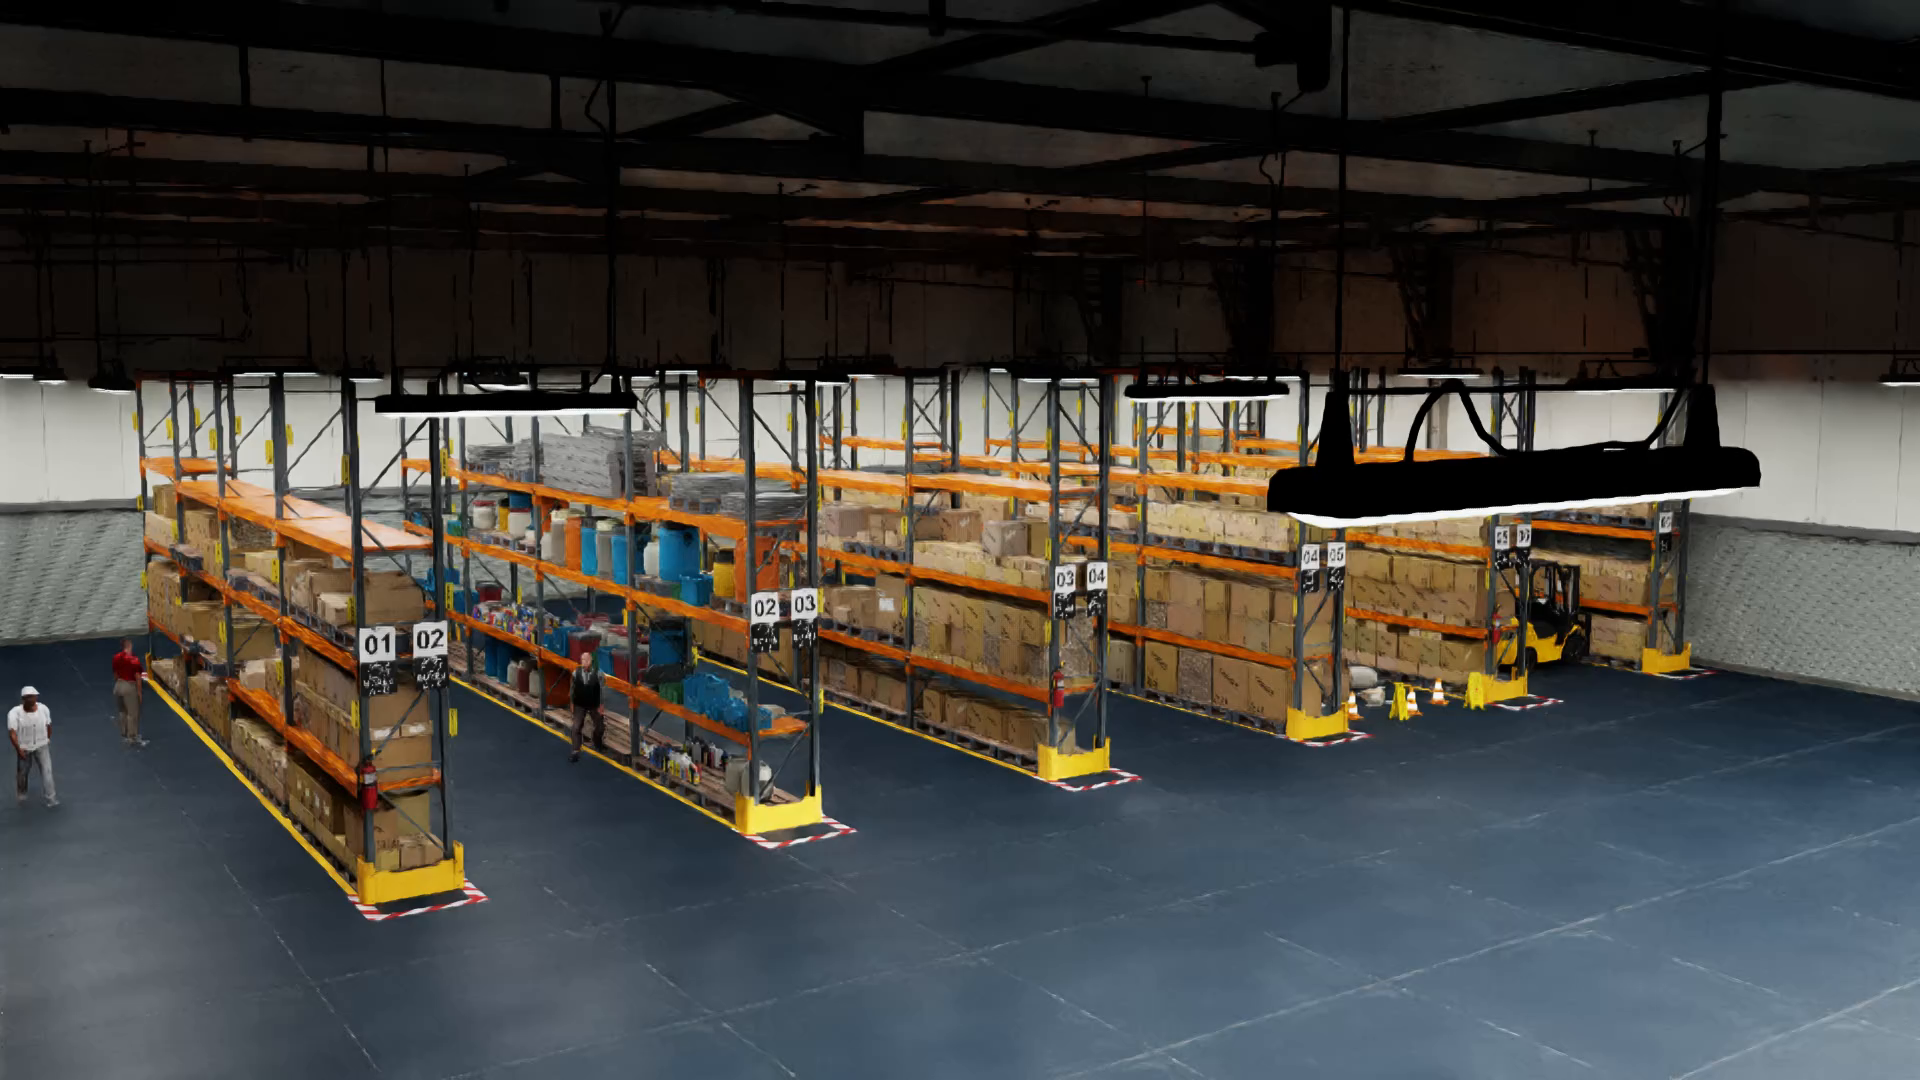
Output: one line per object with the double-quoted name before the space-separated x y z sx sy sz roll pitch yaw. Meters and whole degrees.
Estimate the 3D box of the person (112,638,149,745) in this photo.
"person" -13.402 2.428 26.884 0.589 1.731 0.450 3 7 24

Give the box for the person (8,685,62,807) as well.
"person" -12.927 2.865 23.154 0.571 1.708 1.033 -6 9 -42

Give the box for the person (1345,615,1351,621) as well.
"person" 8.339 1.382 35.595 0.620 1.724 0.443 3 7 26

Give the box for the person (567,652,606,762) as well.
"person" -5.795 2.577 25.865 0.581 1.678 0.907 -1 6 -7
